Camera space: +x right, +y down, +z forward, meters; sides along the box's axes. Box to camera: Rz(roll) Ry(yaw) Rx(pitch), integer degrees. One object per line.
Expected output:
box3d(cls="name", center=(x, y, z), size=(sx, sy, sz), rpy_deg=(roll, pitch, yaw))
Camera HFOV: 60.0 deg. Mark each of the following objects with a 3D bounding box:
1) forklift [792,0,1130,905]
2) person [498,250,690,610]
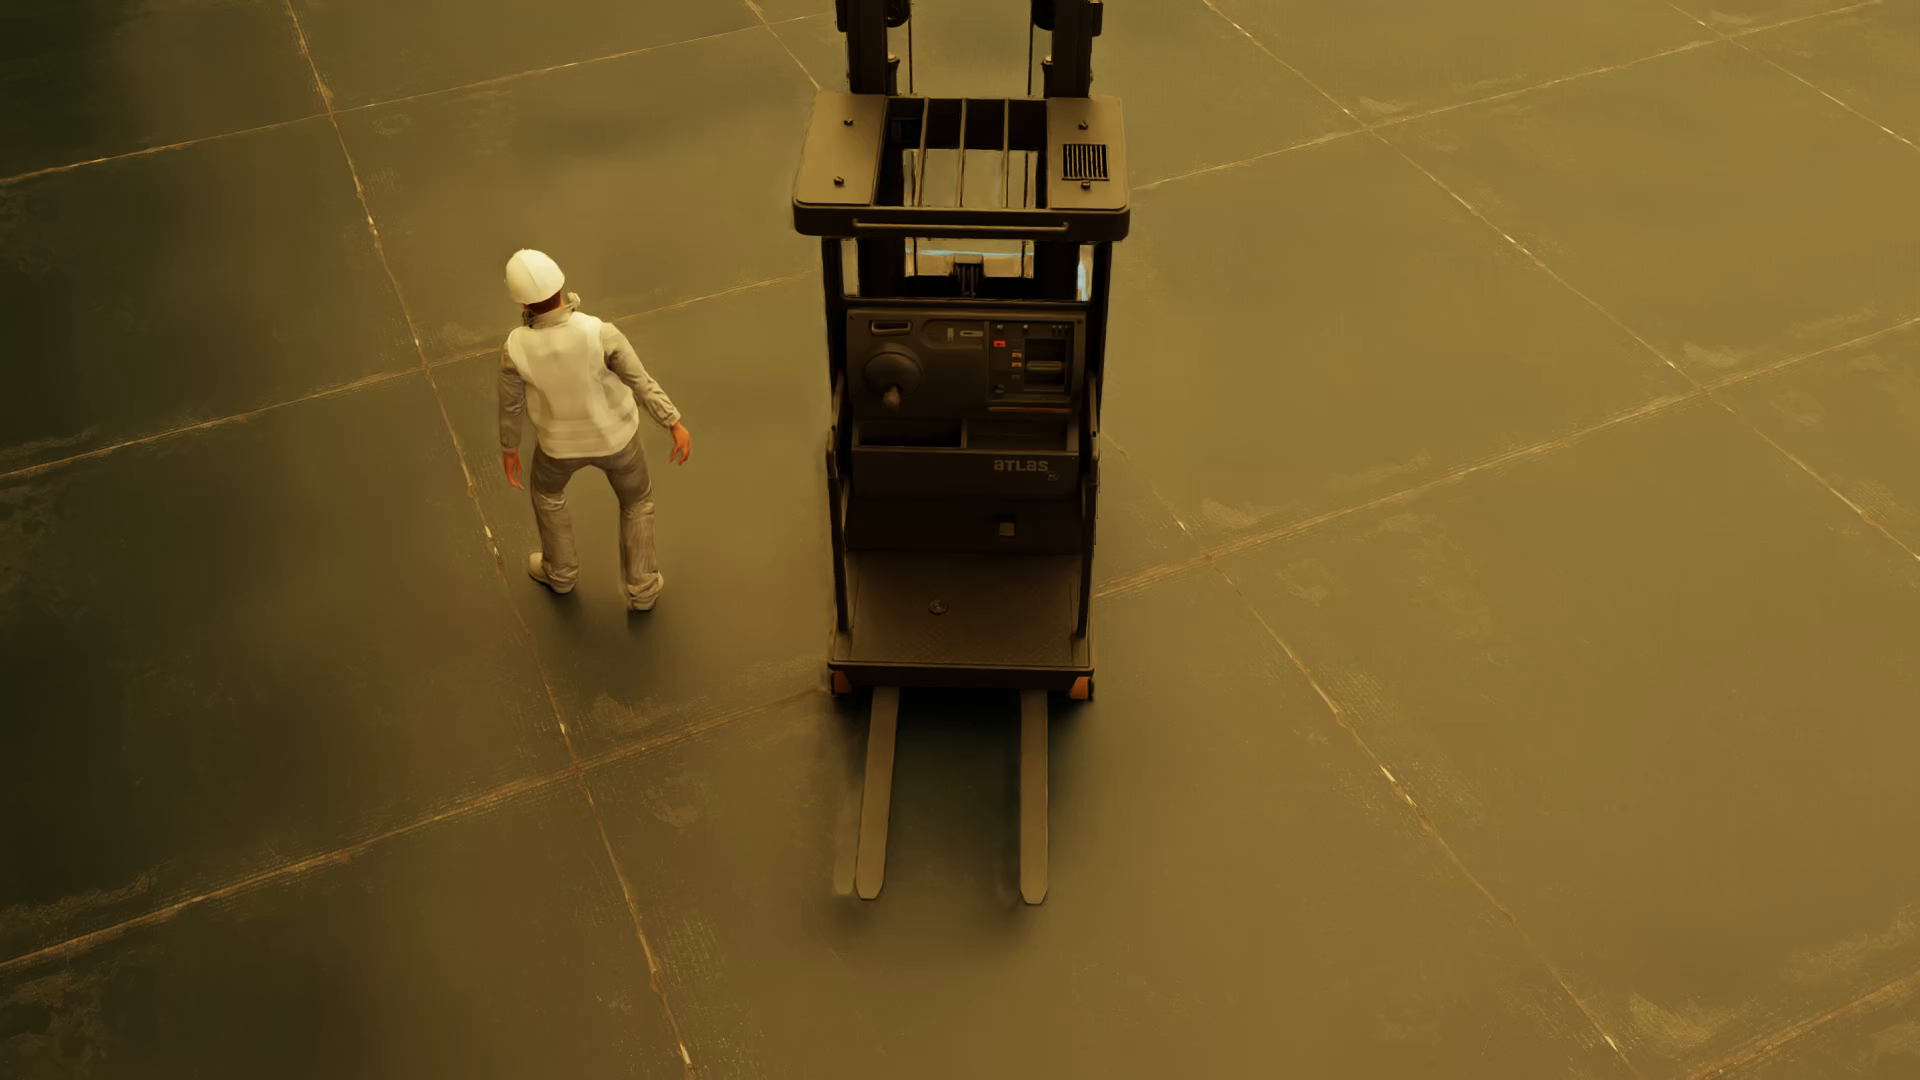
box3d(cls="forklift", center=(0.017, -0.617, 6.341), size=(1.130, 2.935, 3.031), rpy_deg=(1, 43, 1))
box3d(cls="person", center=(-1.571, -0.436, 7.079), size=(0.845, 1.752, 0.479), rpy_deg=(-2, 43, -2))
